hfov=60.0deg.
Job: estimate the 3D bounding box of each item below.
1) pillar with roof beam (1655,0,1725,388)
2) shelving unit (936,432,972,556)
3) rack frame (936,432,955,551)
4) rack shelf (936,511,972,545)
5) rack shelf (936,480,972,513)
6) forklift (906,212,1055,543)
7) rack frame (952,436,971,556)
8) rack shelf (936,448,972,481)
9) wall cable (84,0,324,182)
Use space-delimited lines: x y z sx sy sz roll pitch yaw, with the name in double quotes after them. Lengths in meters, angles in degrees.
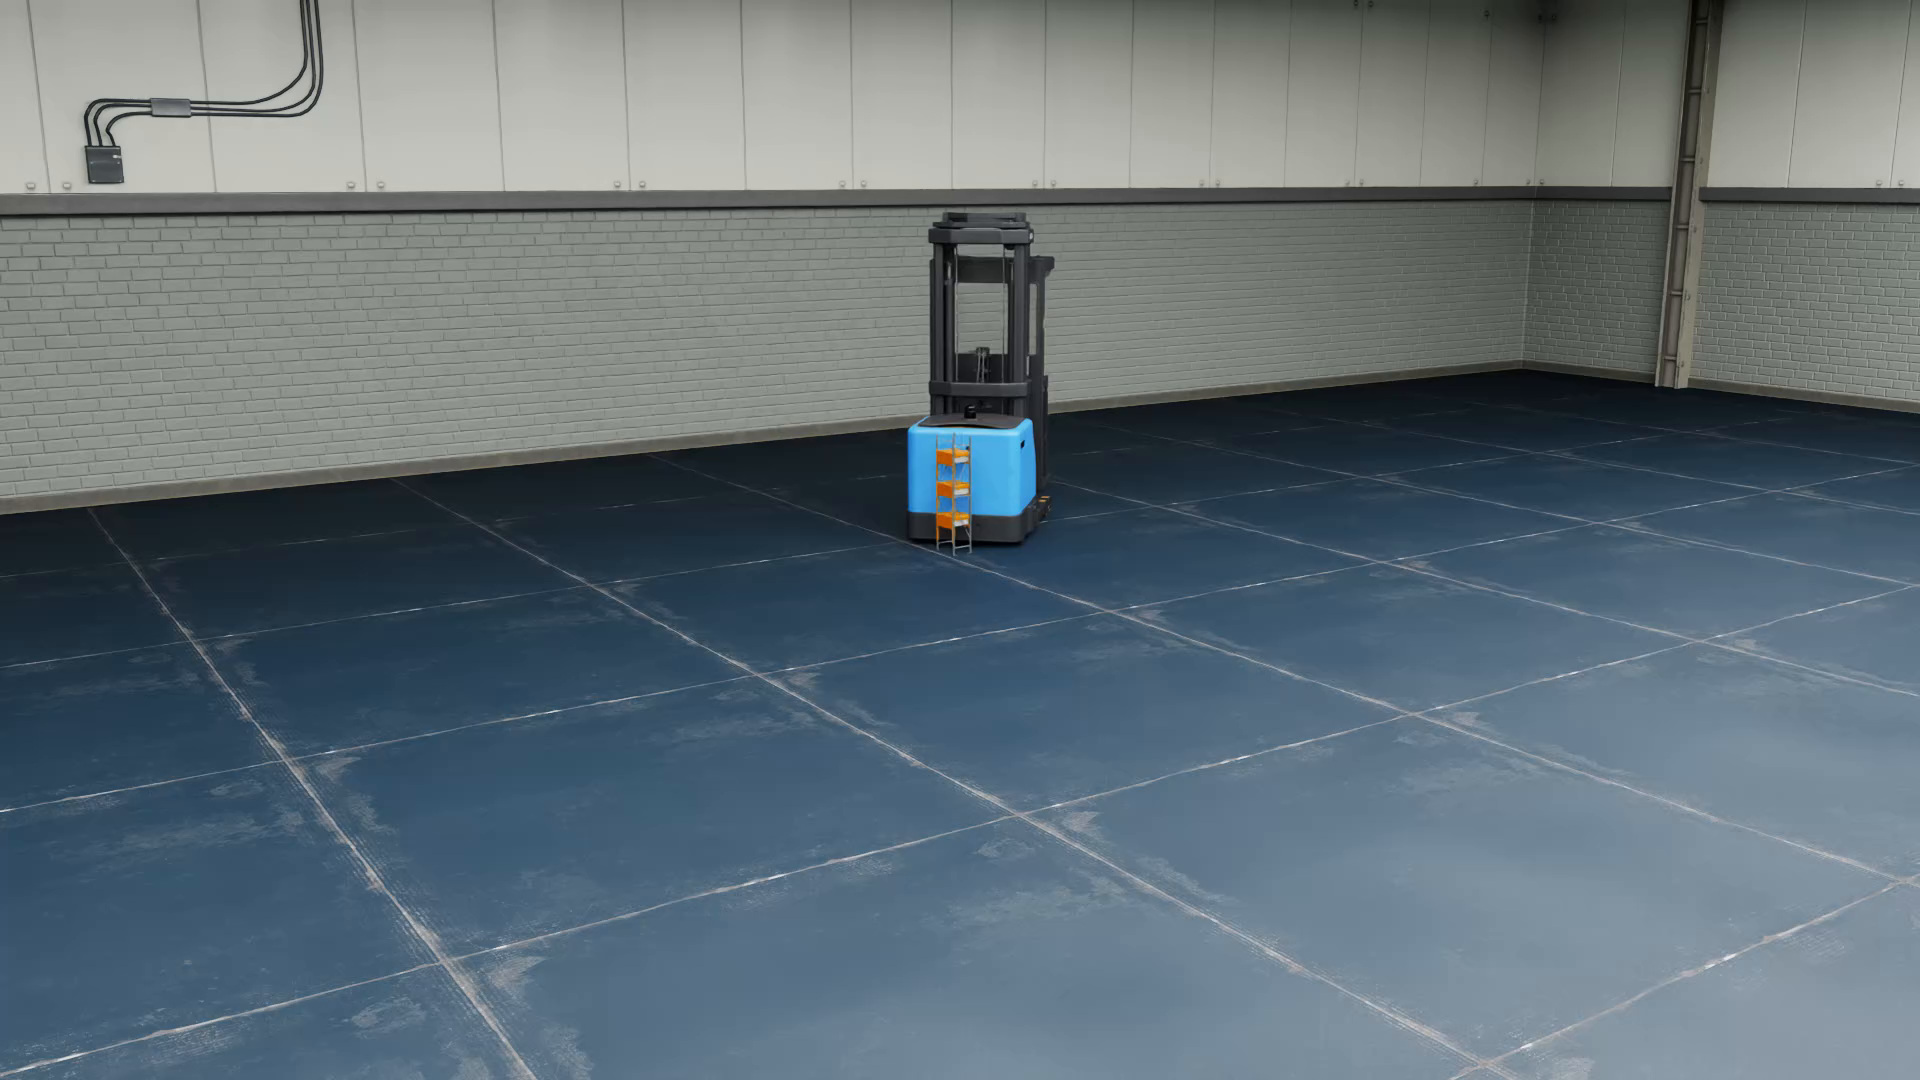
7.704 -6.321 23.092 9.100 9.000 0.400 -8 15 -33 "pillar with roof beam"
-0.055 -0.402 14.632 0.215 1.050 0.252 -9 15 -35 "shelving unit"
-0.127 -0.423 14.728 0.200 1.050 0.008 -9 15 -35 "rack frame"
-0.055 -0.120 14.694 0.215 0.259 0.240 -9 15 -35 "rack shelf"
-0.055 -0.392 14.634 0.215 0.259 0.240 -9 15 -35 "rack shelf"
0.303 -1.674 16.045 1.130 2.935 3.031 2 13 11 "forklift"
0.017 -0.381 14.536 0.200 1.050 0.008 -9 15 -35 "rack frame"
-0.055 -0.669 14.574 0.215 0.259 0.240 -9 15 -35 "rack shelf"
-7.555 -6.565 16.247 2.305 6.003 0.169 -8 15 -33 "wall cable"
